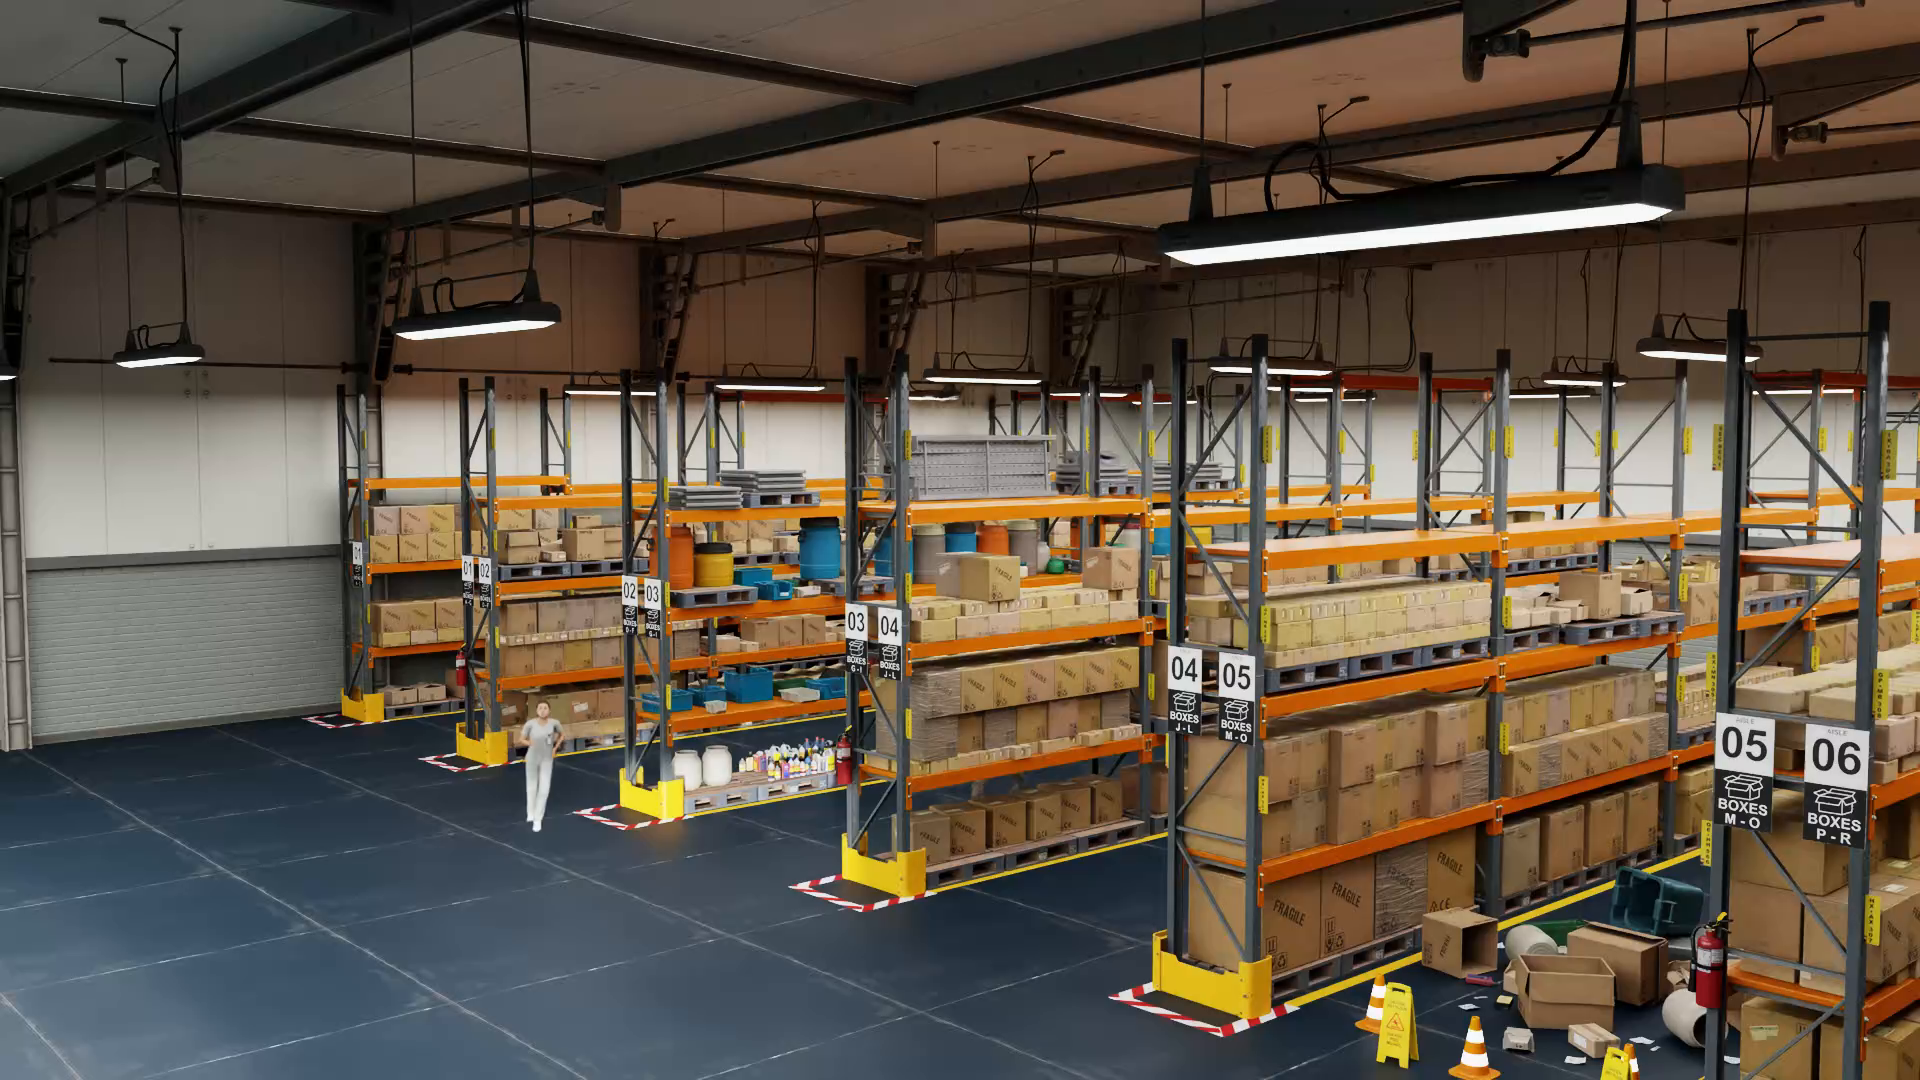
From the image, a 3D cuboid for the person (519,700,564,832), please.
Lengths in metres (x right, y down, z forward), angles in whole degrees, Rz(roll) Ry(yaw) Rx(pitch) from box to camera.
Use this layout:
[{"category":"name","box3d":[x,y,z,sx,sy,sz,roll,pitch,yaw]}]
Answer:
[{"category":"person","box3d":[-5.446,2.918,21.664,0.567,1.706,0.724,-1,4,-11]}]

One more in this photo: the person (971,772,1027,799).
[{"category":"person","box3d":[0.545,2.812,23.018,0.625,1.781,1.051,3,5,41]}]
